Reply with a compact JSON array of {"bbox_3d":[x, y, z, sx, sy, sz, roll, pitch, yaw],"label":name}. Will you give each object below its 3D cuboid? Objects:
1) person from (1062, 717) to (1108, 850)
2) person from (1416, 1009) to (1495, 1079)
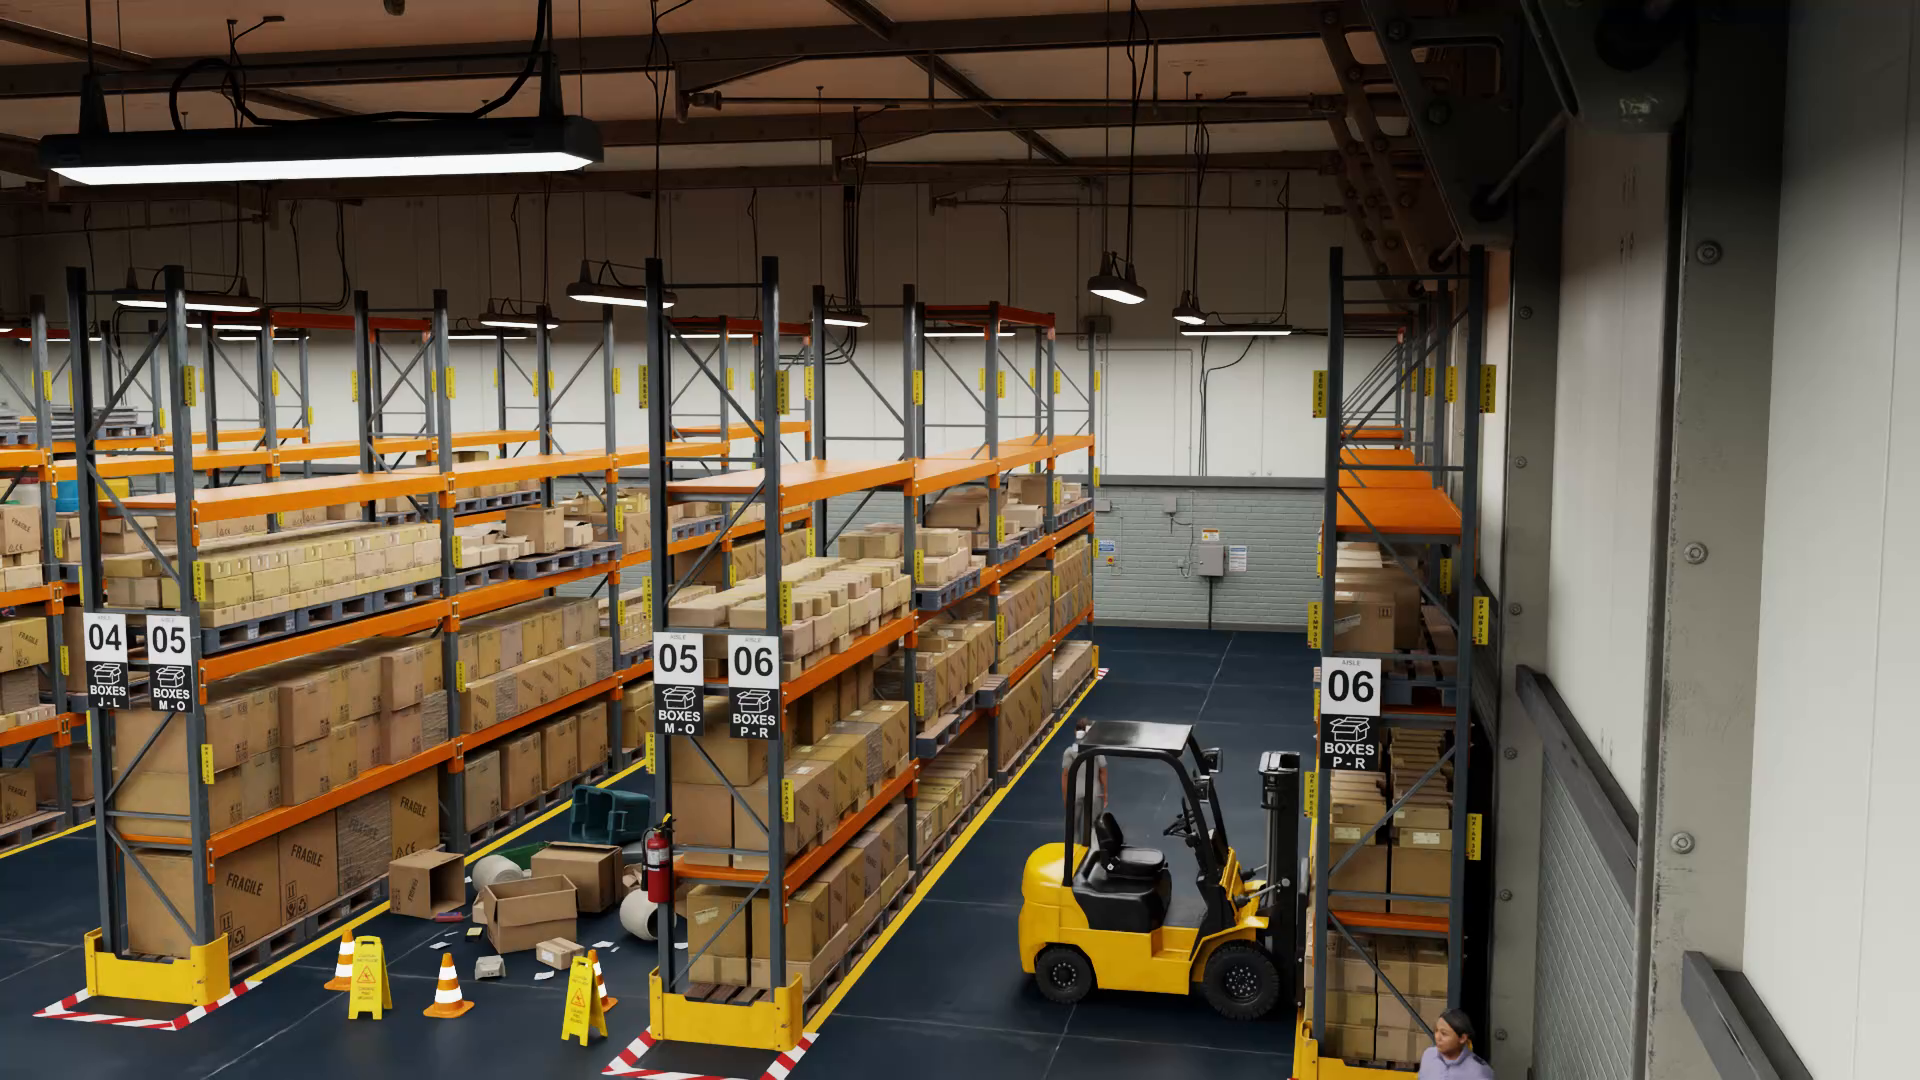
[{"bbox_3d":[1.275,2.626,16.888,0.482,1.656,0.661,0,6,1],"label":"person"},{"bbox_3d":[2.739,3.444,9.264,0.493,1.690,0.658,4,7,37],"label":"person"}]
